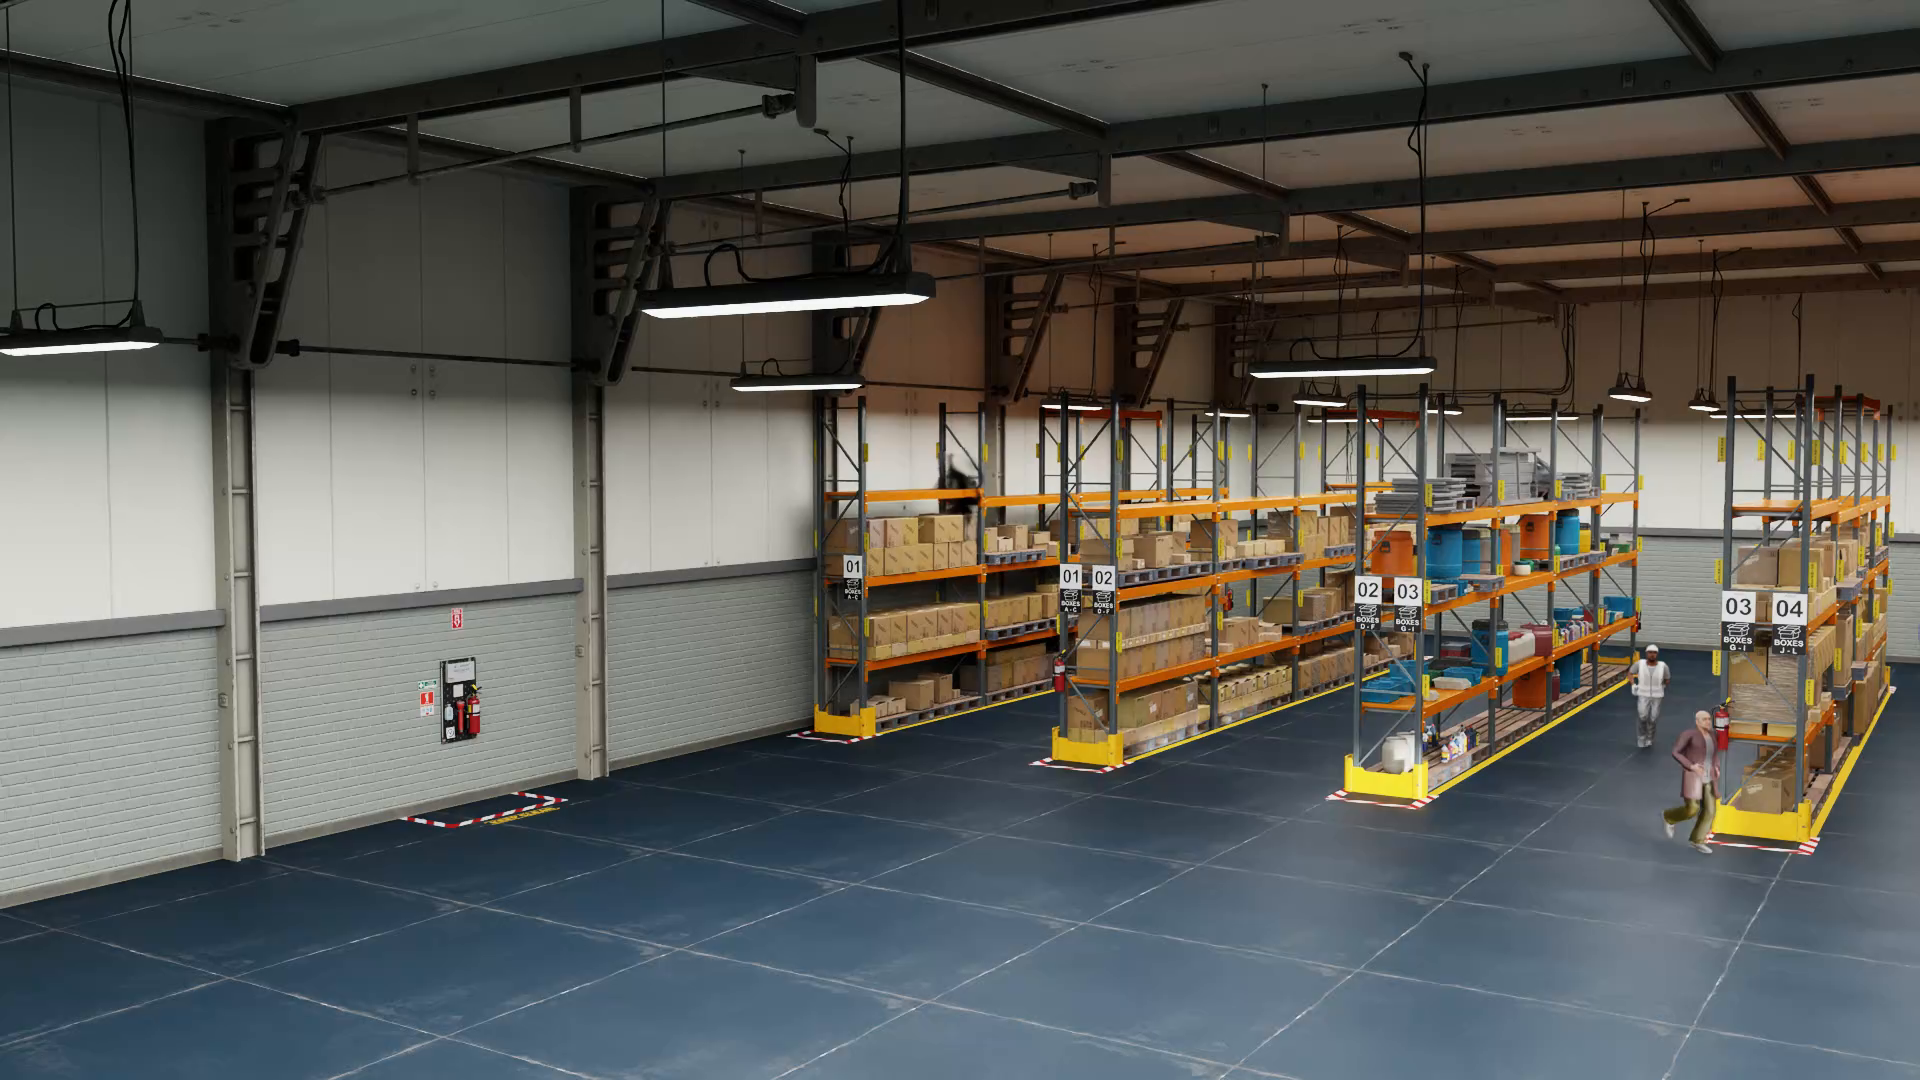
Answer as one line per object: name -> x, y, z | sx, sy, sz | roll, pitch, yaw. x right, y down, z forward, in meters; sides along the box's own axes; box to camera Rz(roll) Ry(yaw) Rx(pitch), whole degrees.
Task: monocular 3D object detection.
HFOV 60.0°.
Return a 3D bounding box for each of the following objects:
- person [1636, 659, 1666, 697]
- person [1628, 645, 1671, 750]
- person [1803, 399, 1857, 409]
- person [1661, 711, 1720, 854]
person -> 14.423, 3.199, 18.475 | 7.597, 1.751, 19.036 | 0, 3, 5
person -> 11.610, 2.650, 27.977 | 0.656, 1.780, 0.690 | 1, 3, 15
person -> 10.069, 0.231, 32.228 | 13.828, 5.650, 3.778 | 1, 3, 21
person -> 9.339, 3.032, 21.083 | 0.688, 1.754, 0.809 | -1, 3, -15
